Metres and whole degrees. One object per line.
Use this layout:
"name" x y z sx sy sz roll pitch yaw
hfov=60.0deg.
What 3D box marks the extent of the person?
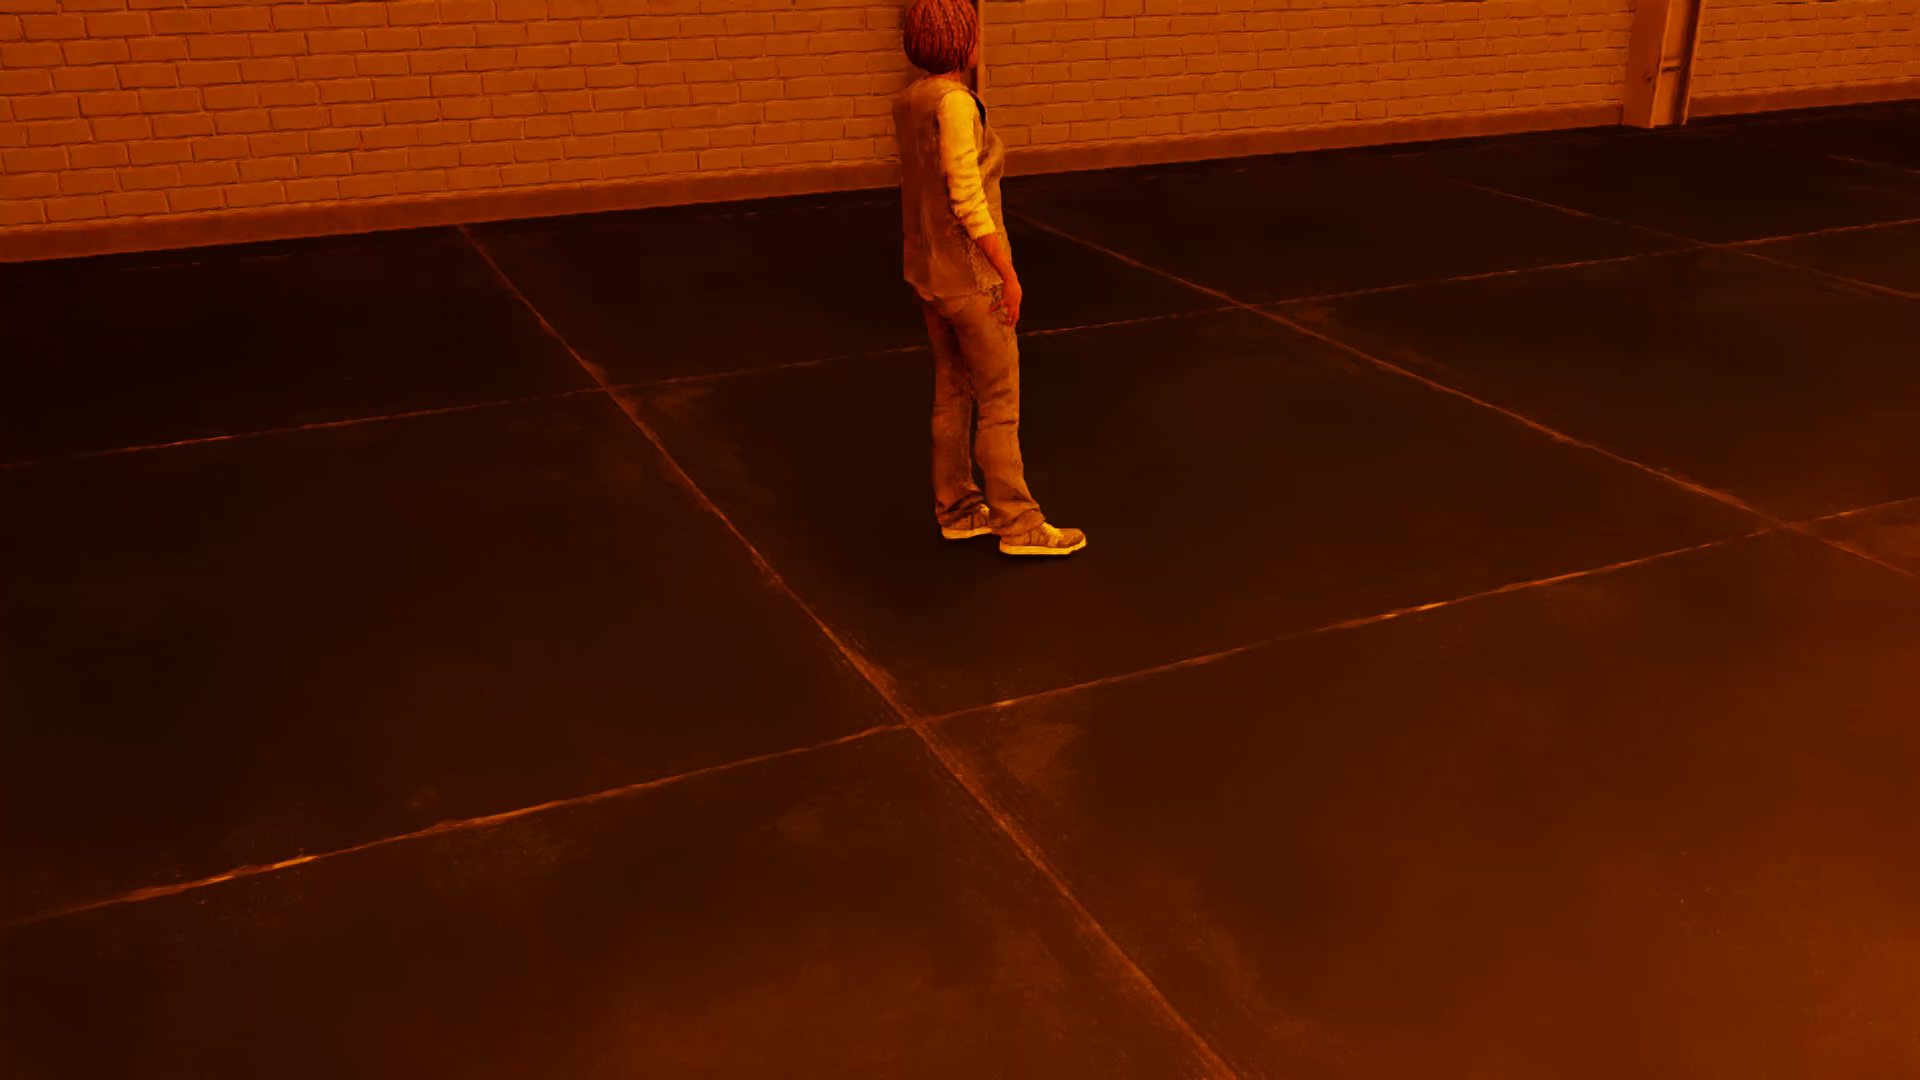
"person" 0.073 -0.751 4.815 0.474 1.597 0.521 -10 25 -23
